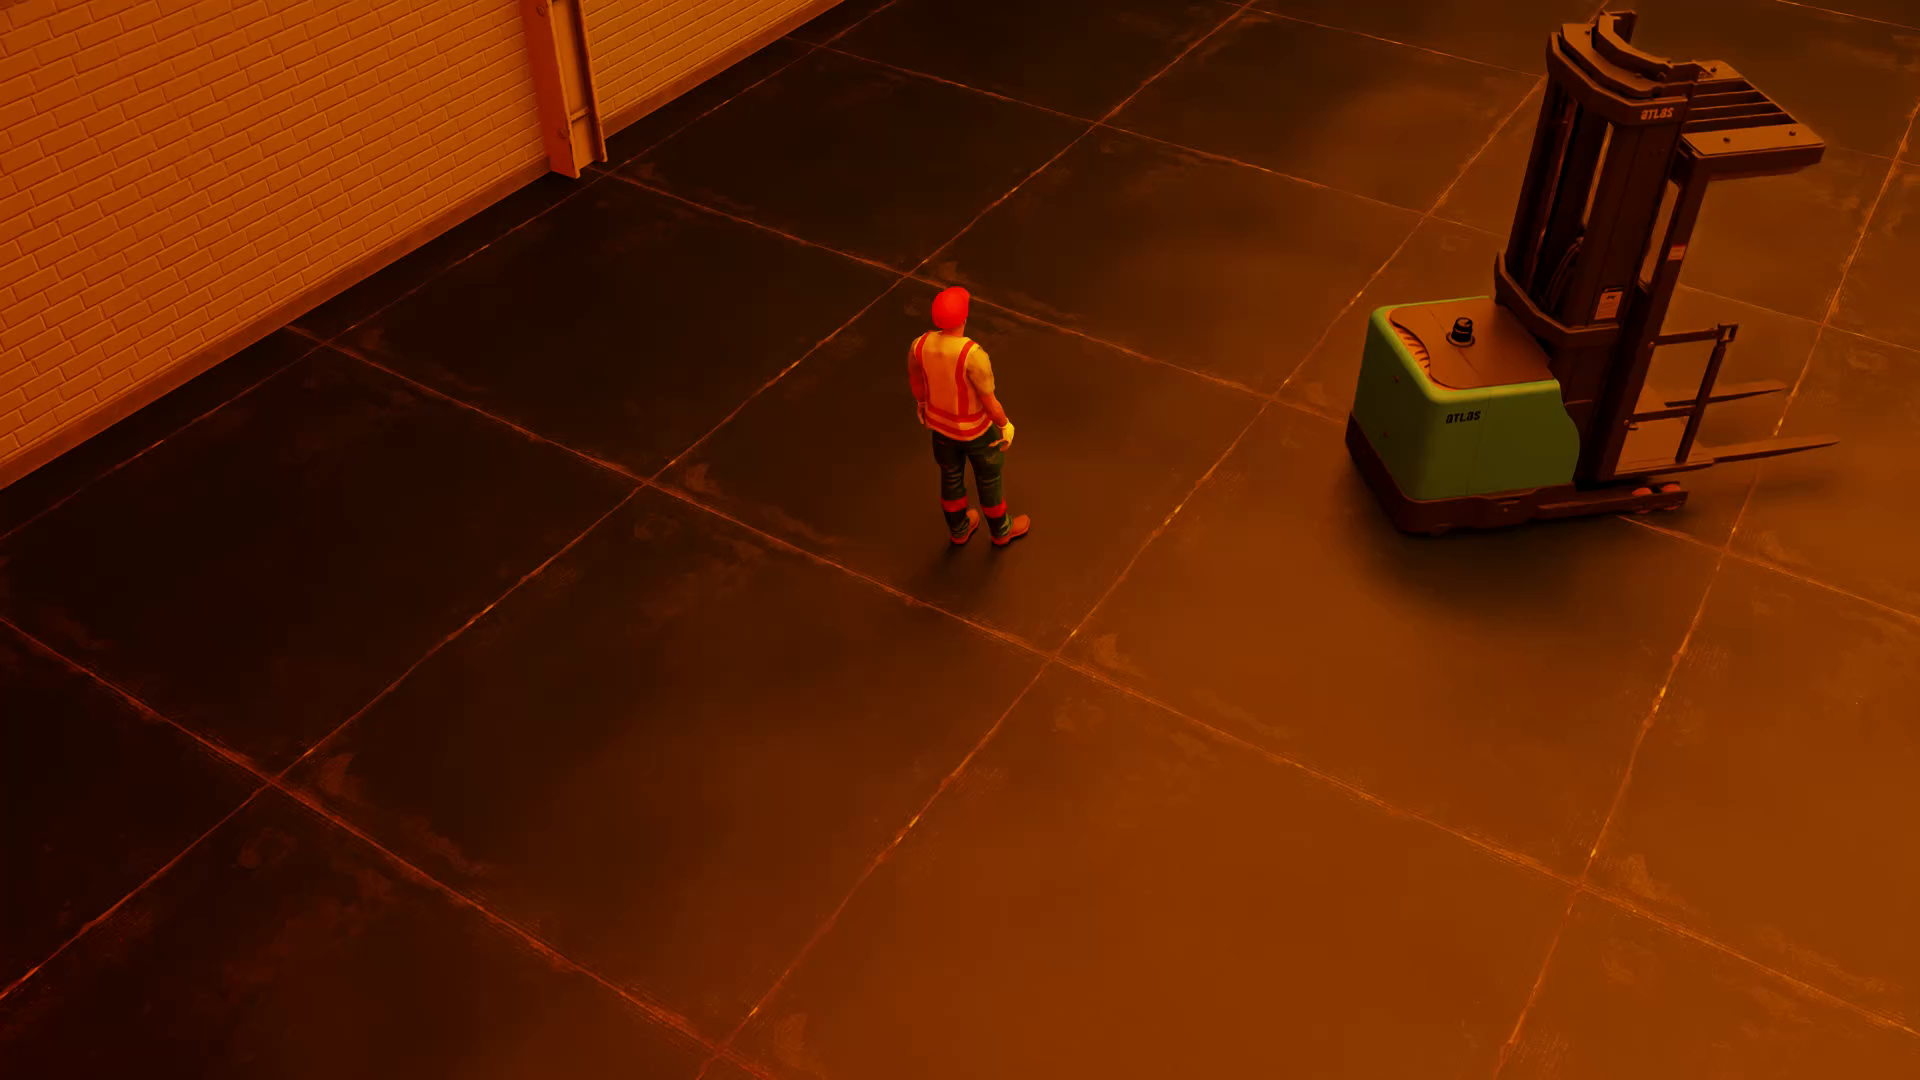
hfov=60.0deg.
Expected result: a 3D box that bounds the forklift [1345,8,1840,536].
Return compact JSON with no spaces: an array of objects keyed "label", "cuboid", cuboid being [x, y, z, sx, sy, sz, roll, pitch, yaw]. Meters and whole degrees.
[{"label":"forklift","cuboid":[4.088,-1.612,9.869,3.031,2.935,1.130,-7,41,-8]}]

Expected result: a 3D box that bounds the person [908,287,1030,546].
[{"label":"person","cuboid":[0.052,-0.728,9.699,0.638,1.789,0.562,22,45,24]}]
